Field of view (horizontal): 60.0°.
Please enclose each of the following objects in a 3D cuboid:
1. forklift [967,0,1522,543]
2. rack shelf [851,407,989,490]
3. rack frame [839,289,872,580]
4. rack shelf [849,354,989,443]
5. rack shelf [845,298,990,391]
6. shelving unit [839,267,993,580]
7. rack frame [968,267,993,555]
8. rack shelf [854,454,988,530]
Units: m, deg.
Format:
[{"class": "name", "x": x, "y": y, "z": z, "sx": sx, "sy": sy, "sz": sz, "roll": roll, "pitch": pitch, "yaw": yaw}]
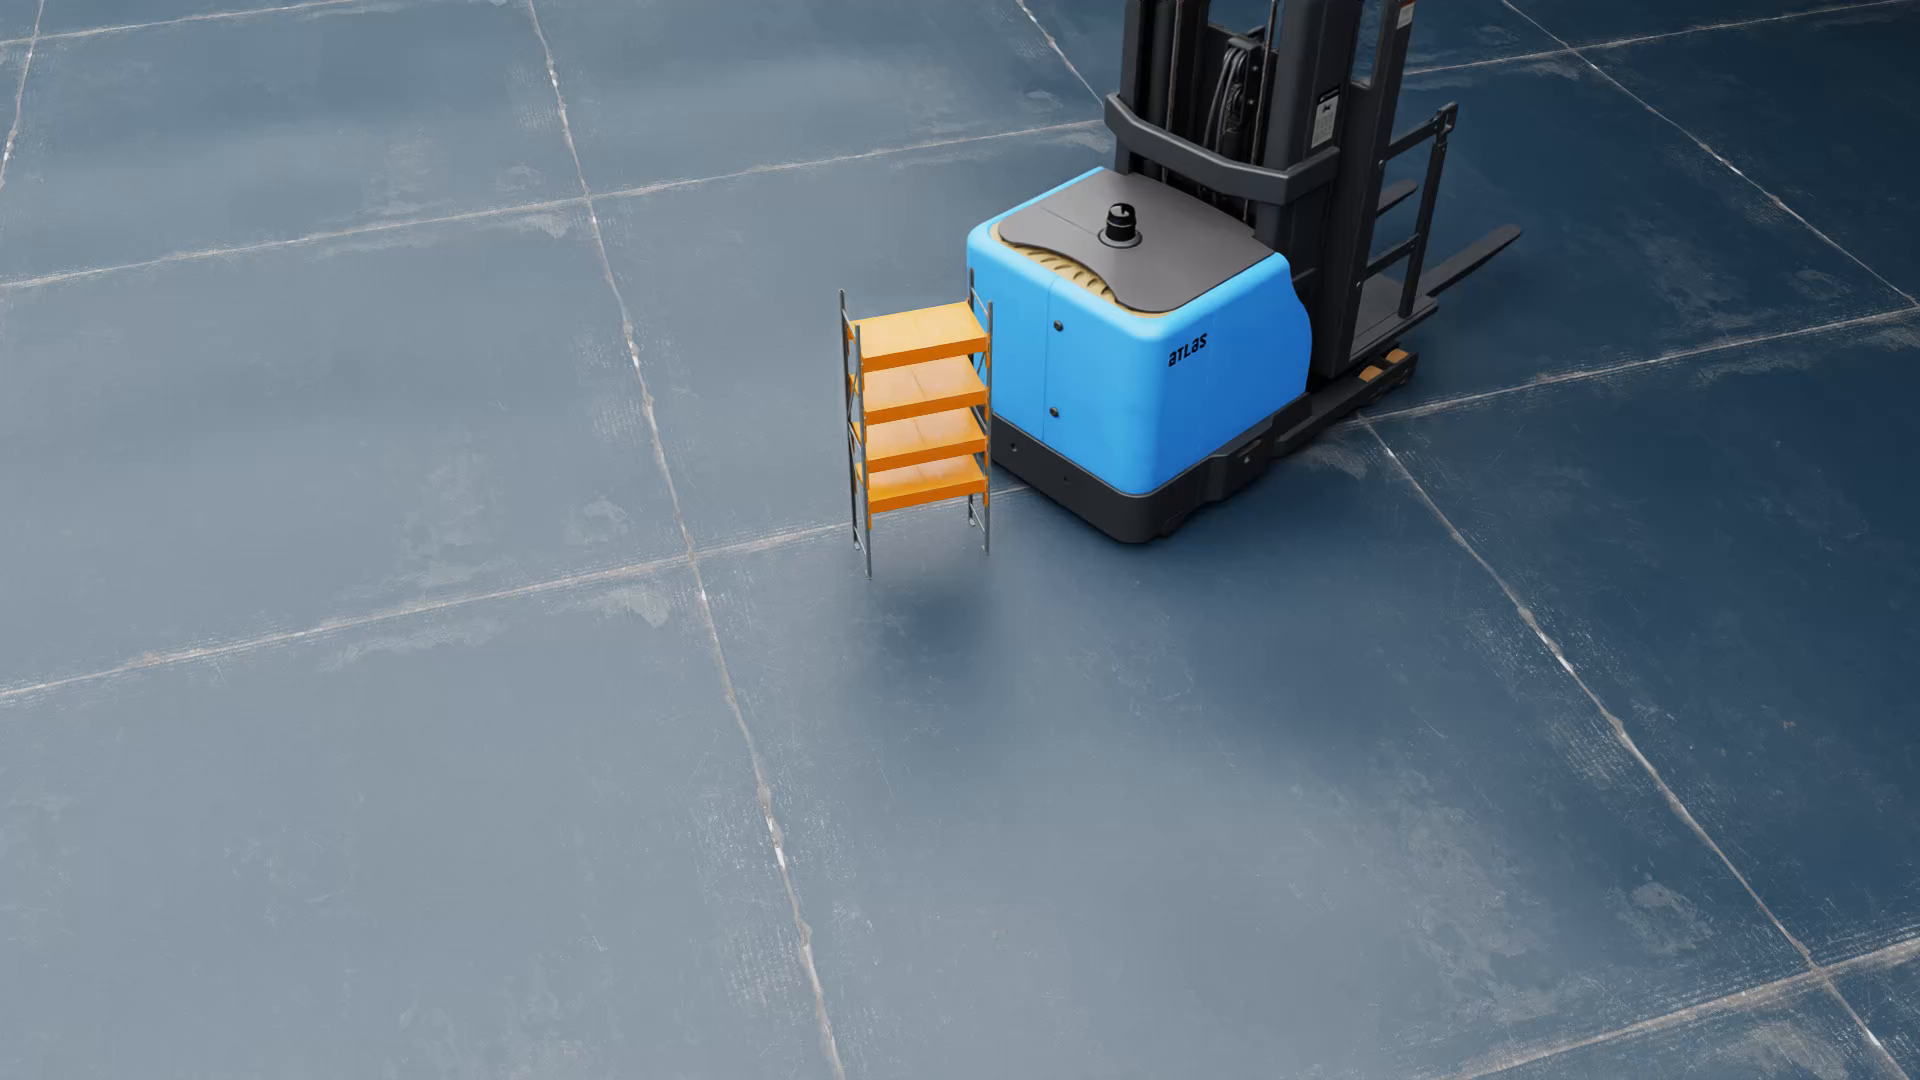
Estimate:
[{"class": "forklift", "x": 1.430, "y": -1.941, "z": 6.744, "sx": 3.031, "sy": 2.935, "sz": 1.130, "roll": -32, "pitch": 50, "yaw": -31}, {"class": "rack shelf", "x": -0.158, "y": -0.368, "z": 6.362, "sx": 0.480, "sy": 0.148, "sz": 0.258, "roll": -12, "pitch": 42, "yaw": -13}, {"class": "rack frame", "x": -0.391, "y": -0.371, "z": 6.263, "sx": 0.015, "sy": 1.200, "sz": 0.240, "roll": -12, "pitch": 42, "yaw": -13}, {"class": "rack shelf", "x": -0.158, "y": -0.537, "z": 6.215, "sx": 0.480, "sy": 0.148, "sz": 0.258, "roll": -12, "pitch": 42, "yaw": -13}, {"class": "rack shelf", "x": -0.158, "y": -0.715, "z": 6.059, "sx": 0.480, "sy": 0.148, "sz": 0.258, "roll": -12, "pitch": 42, "yaw": -13}, {"class": "shelving unit", "x": -0.158, "y": -0.419, "z": 6.318, "sx": 0.503, "sy": 1.200, "sz": 0.258, "roll": -12, "pitch": 42, "yaw": -13}, {"class": "rack frame", "x": 0.075, "y": -0.467, "z": 6.373, "sx": 0.015, "sy": 1.200, "sz": 0.240, "roll": -12, "pitch": 42, "yaw": -13}, {"class": "rack shelf", "x": -0.158, "y": -0.219, "z": 6.493, "sx": 0.480, "sy": 0.148, "sz": 0.258, "roll": -12, "pitch": 42, "yaw": -13}]
